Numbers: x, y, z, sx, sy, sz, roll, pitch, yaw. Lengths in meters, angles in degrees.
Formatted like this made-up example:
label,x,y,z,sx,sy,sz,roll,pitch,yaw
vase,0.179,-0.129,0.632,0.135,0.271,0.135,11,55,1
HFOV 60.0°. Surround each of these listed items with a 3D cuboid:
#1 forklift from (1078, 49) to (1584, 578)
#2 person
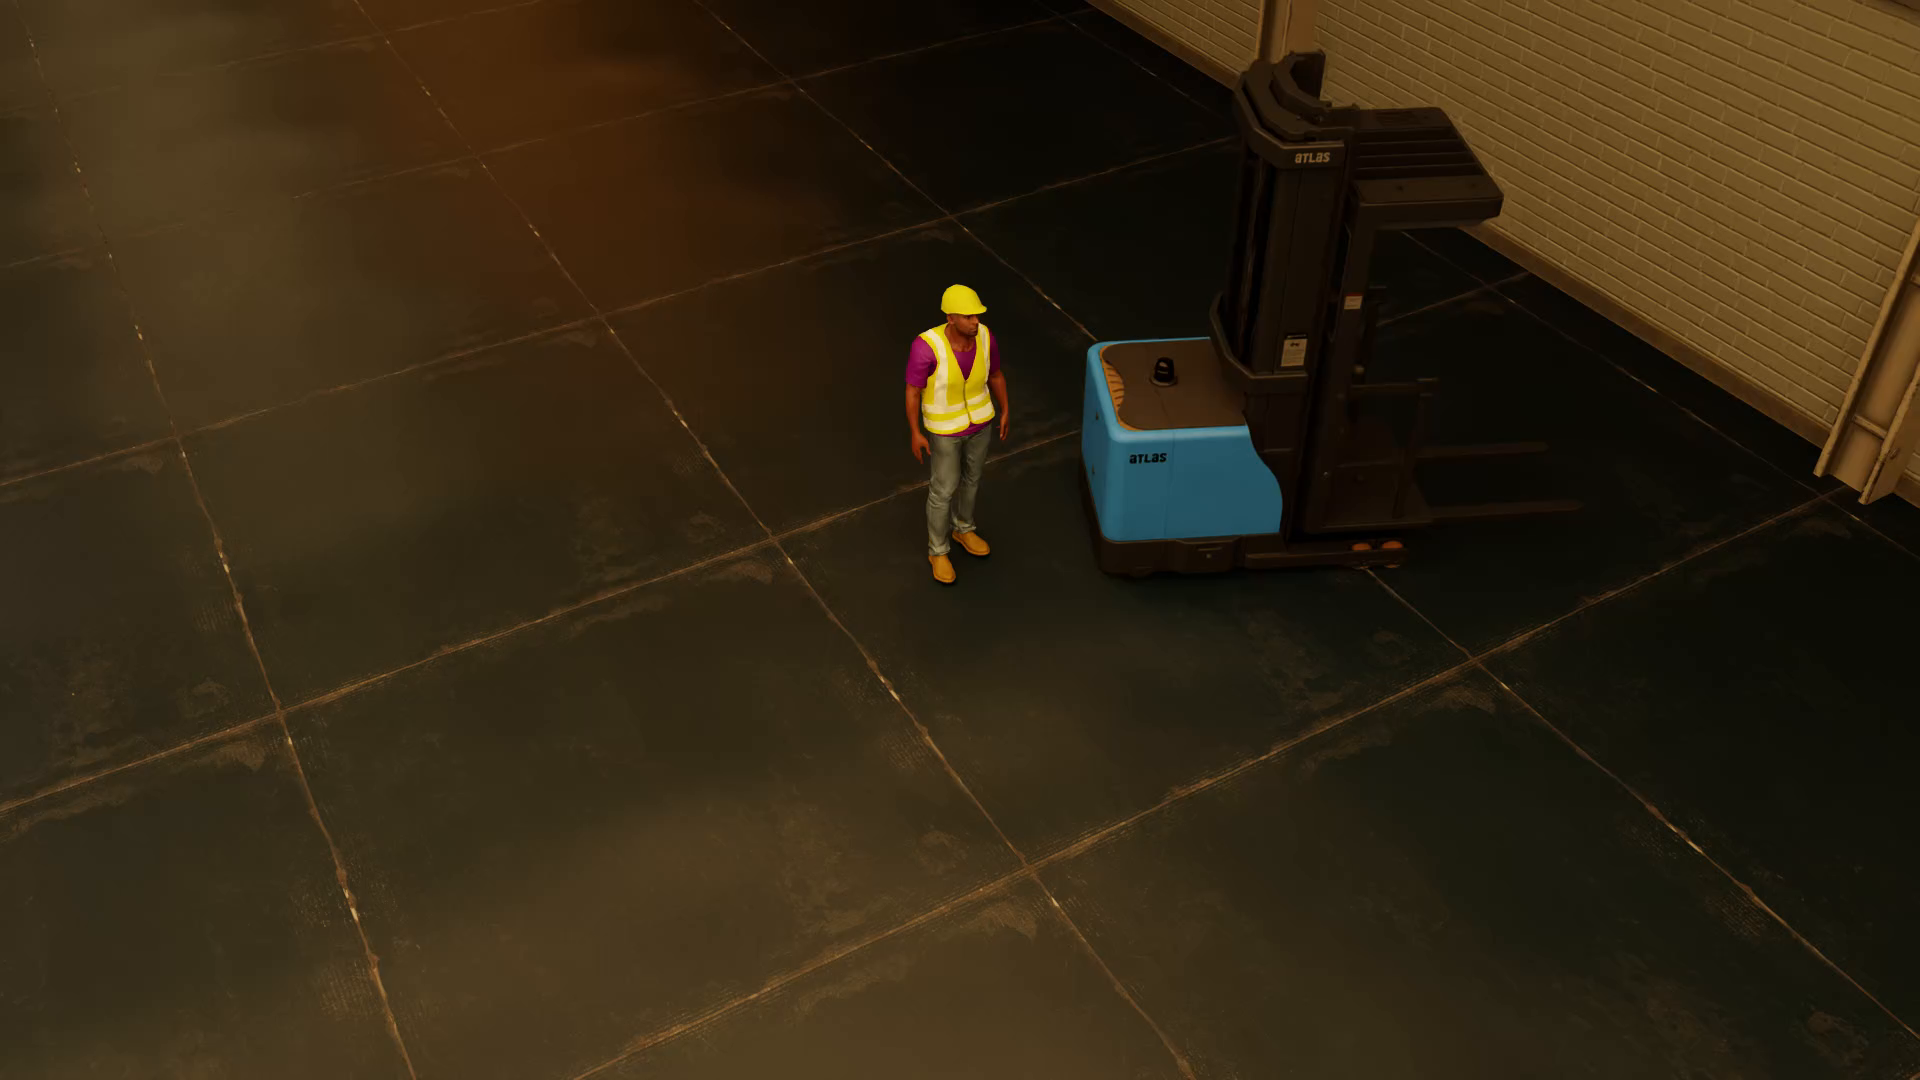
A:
label,x,y,z,sx,sy,sz,roll,pitch,yaw
forklift,2.303,-1.282,9.582,3.031,2.935,1.130,-3,40,-4
person,0.029,-0.645,9.715,0.665,1.766,0.576,-20,44,-23
